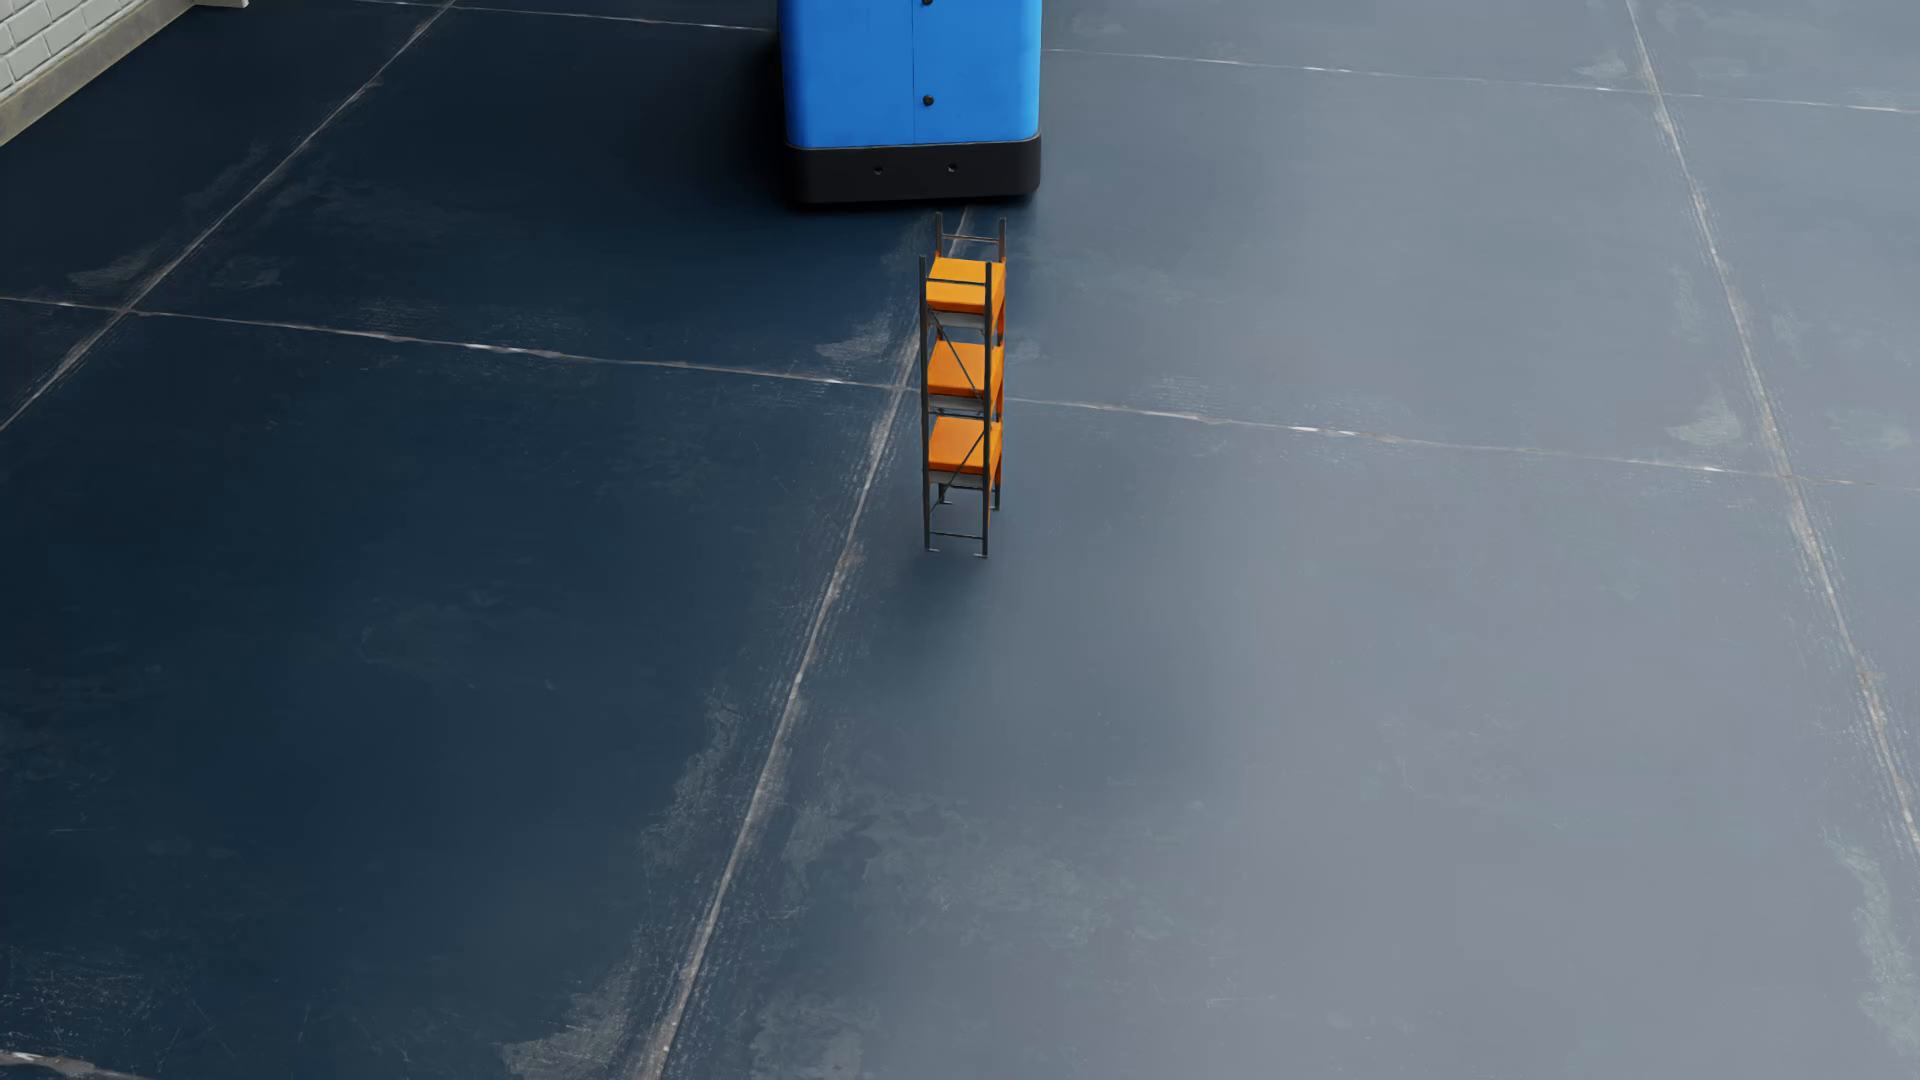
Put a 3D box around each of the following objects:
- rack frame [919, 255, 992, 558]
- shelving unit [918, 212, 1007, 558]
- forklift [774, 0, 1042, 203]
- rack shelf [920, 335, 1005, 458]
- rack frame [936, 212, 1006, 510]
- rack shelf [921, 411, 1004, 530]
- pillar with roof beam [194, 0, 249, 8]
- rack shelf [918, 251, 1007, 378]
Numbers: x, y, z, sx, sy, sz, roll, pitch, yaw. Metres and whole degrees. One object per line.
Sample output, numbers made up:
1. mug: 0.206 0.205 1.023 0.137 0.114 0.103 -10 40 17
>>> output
1. rack frame: -0.012 -0.362 4.863 0.200 1.050 0.008 6 40 8
2. shelving unit: 0.009 -0.438 4.956 0.215 1.050 0.252 6 40 8
3. forklift: -0.310 -3.434 7.104 1.130 2.935 3.031 -3 40 -4
4. rack shelf: 0.009 -0.430 4.963 0.215 0.259 0.240 6 40 8
5. rack frame: 0.030 -0.515 5.049 0.200 1.050 0.008 6 40 8
6. rack shelf: 0.009 -0.216 5.140 0.215 0.259 0.240 6 40 8
7. pillar with roof beam: 0.434 -5.876 5.295 9.100 9.000 0.400 6 40 8
8. rack shelf: 0.009 -0.649 4.782 0.215 0.259 0.240 6 40 8
